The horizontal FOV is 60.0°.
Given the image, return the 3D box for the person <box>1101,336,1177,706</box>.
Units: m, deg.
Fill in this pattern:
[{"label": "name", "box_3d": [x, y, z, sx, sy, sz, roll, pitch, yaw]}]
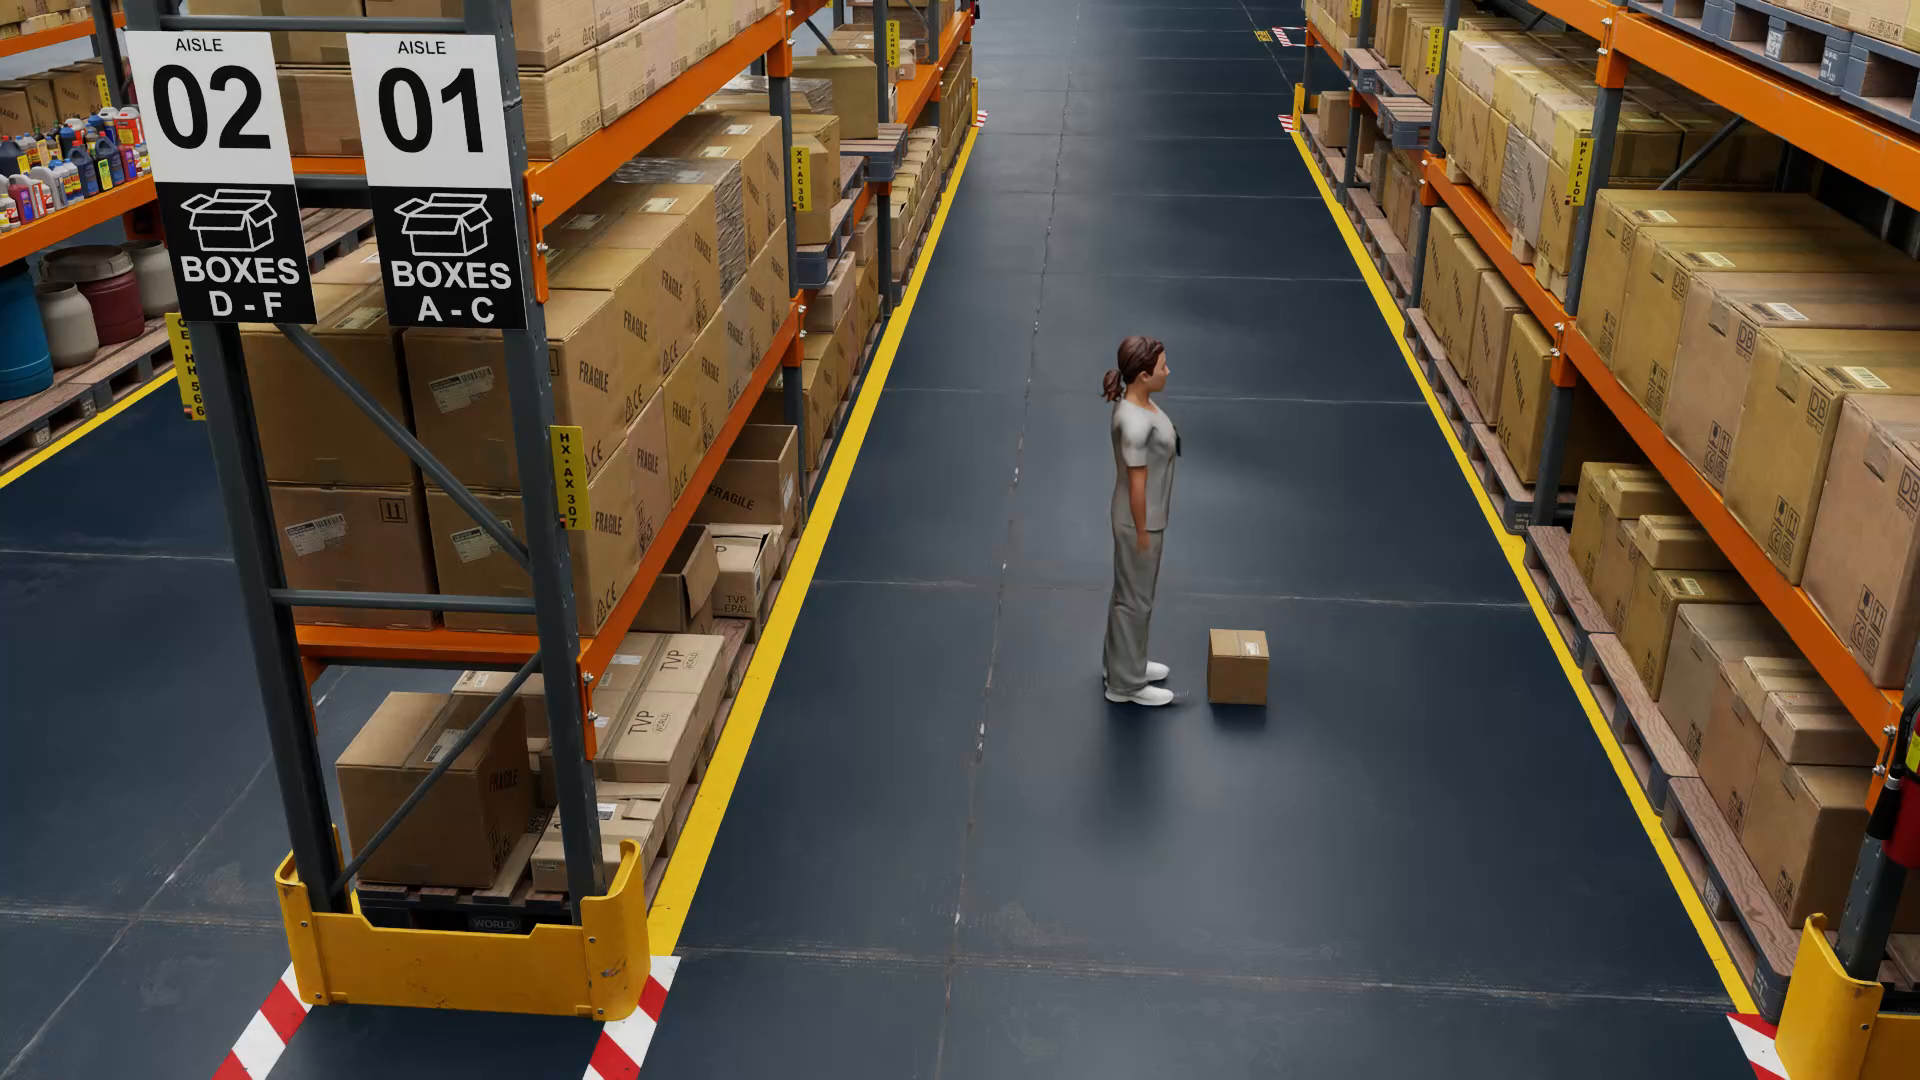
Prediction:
[{"label": "person", "box_3d": [0.786, -0.089, 7.301, 0.384, 1.676, 0.440, 2, 25, 5]}]
